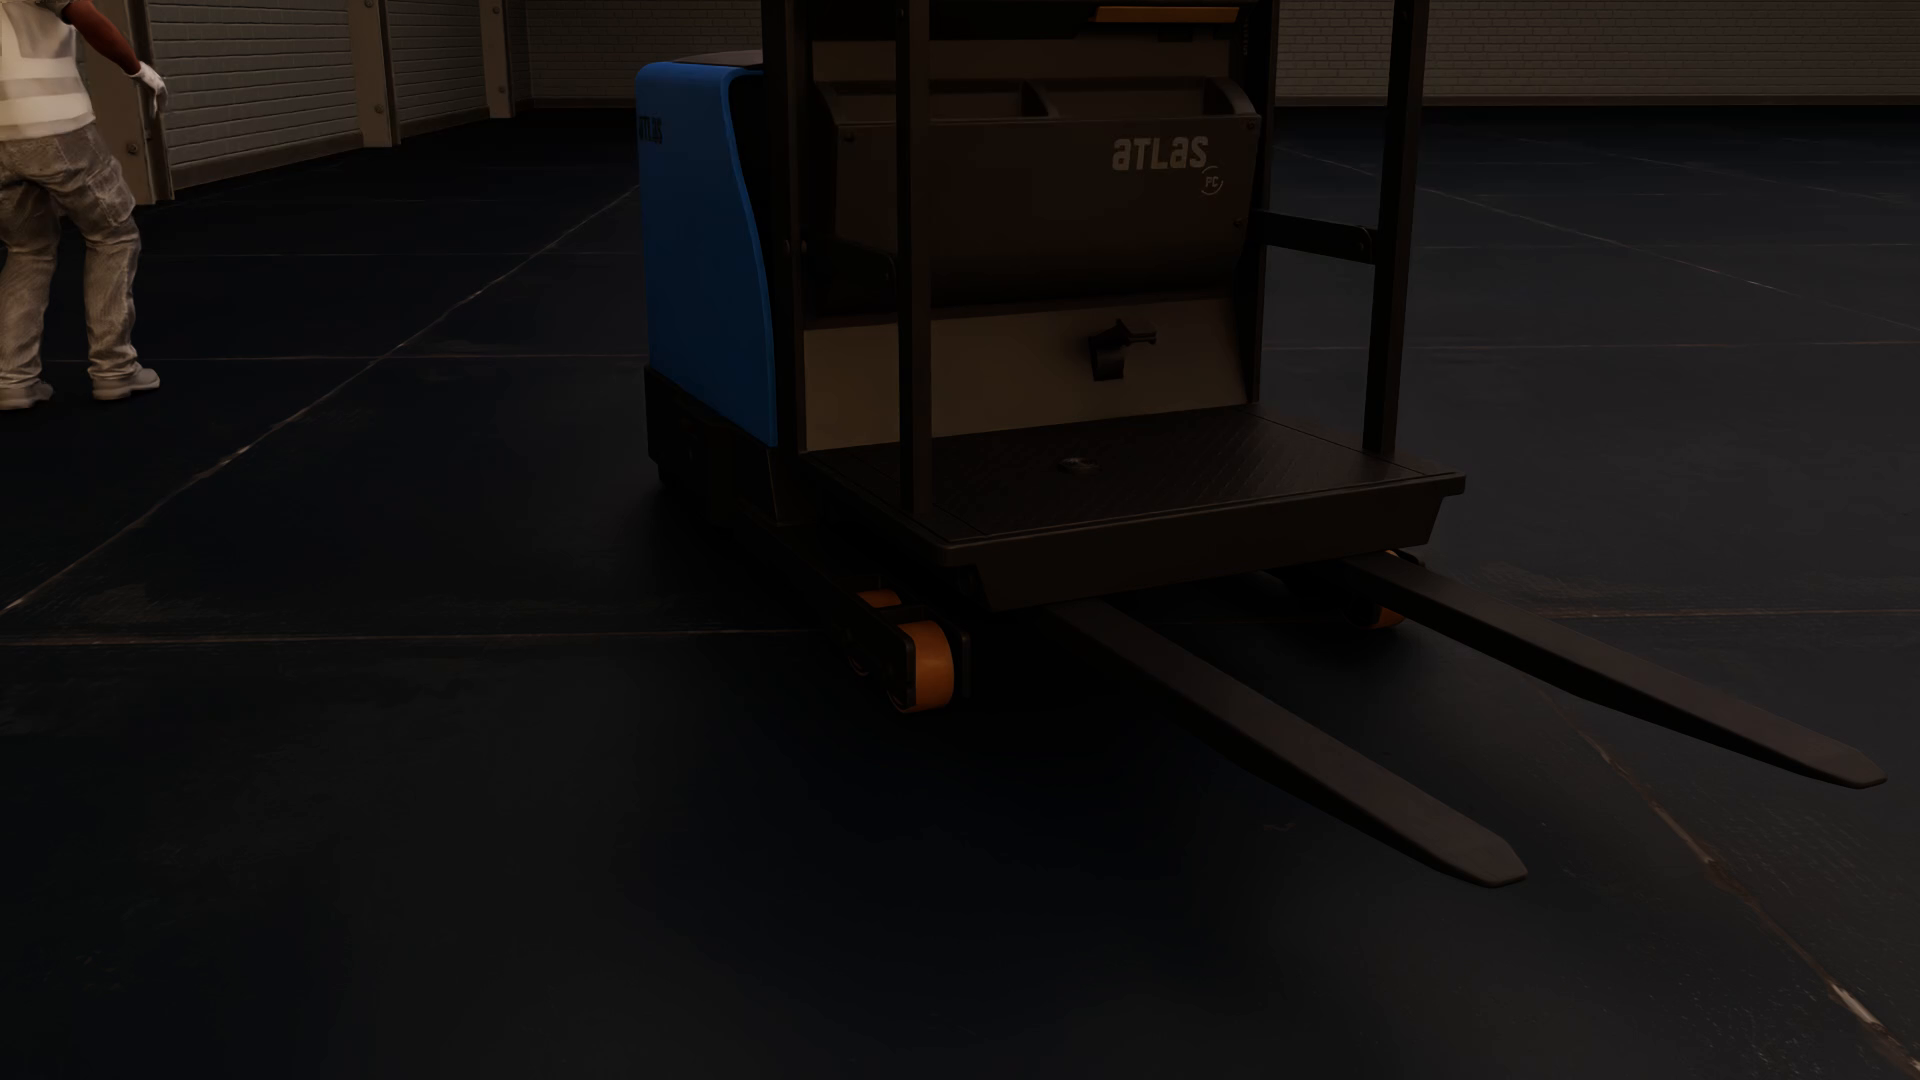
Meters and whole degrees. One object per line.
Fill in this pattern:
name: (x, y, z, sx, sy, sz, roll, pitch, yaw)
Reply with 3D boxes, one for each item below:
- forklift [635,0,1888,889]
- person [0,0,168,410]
forklift: (0.258, -1.240, 2.962, 1.130, 2.935, 3.031, -8, 19, -24)
person: (-2.875, -1.269, 5.189, 0.808, 1.723, 0.592, 4, 17, 12)
